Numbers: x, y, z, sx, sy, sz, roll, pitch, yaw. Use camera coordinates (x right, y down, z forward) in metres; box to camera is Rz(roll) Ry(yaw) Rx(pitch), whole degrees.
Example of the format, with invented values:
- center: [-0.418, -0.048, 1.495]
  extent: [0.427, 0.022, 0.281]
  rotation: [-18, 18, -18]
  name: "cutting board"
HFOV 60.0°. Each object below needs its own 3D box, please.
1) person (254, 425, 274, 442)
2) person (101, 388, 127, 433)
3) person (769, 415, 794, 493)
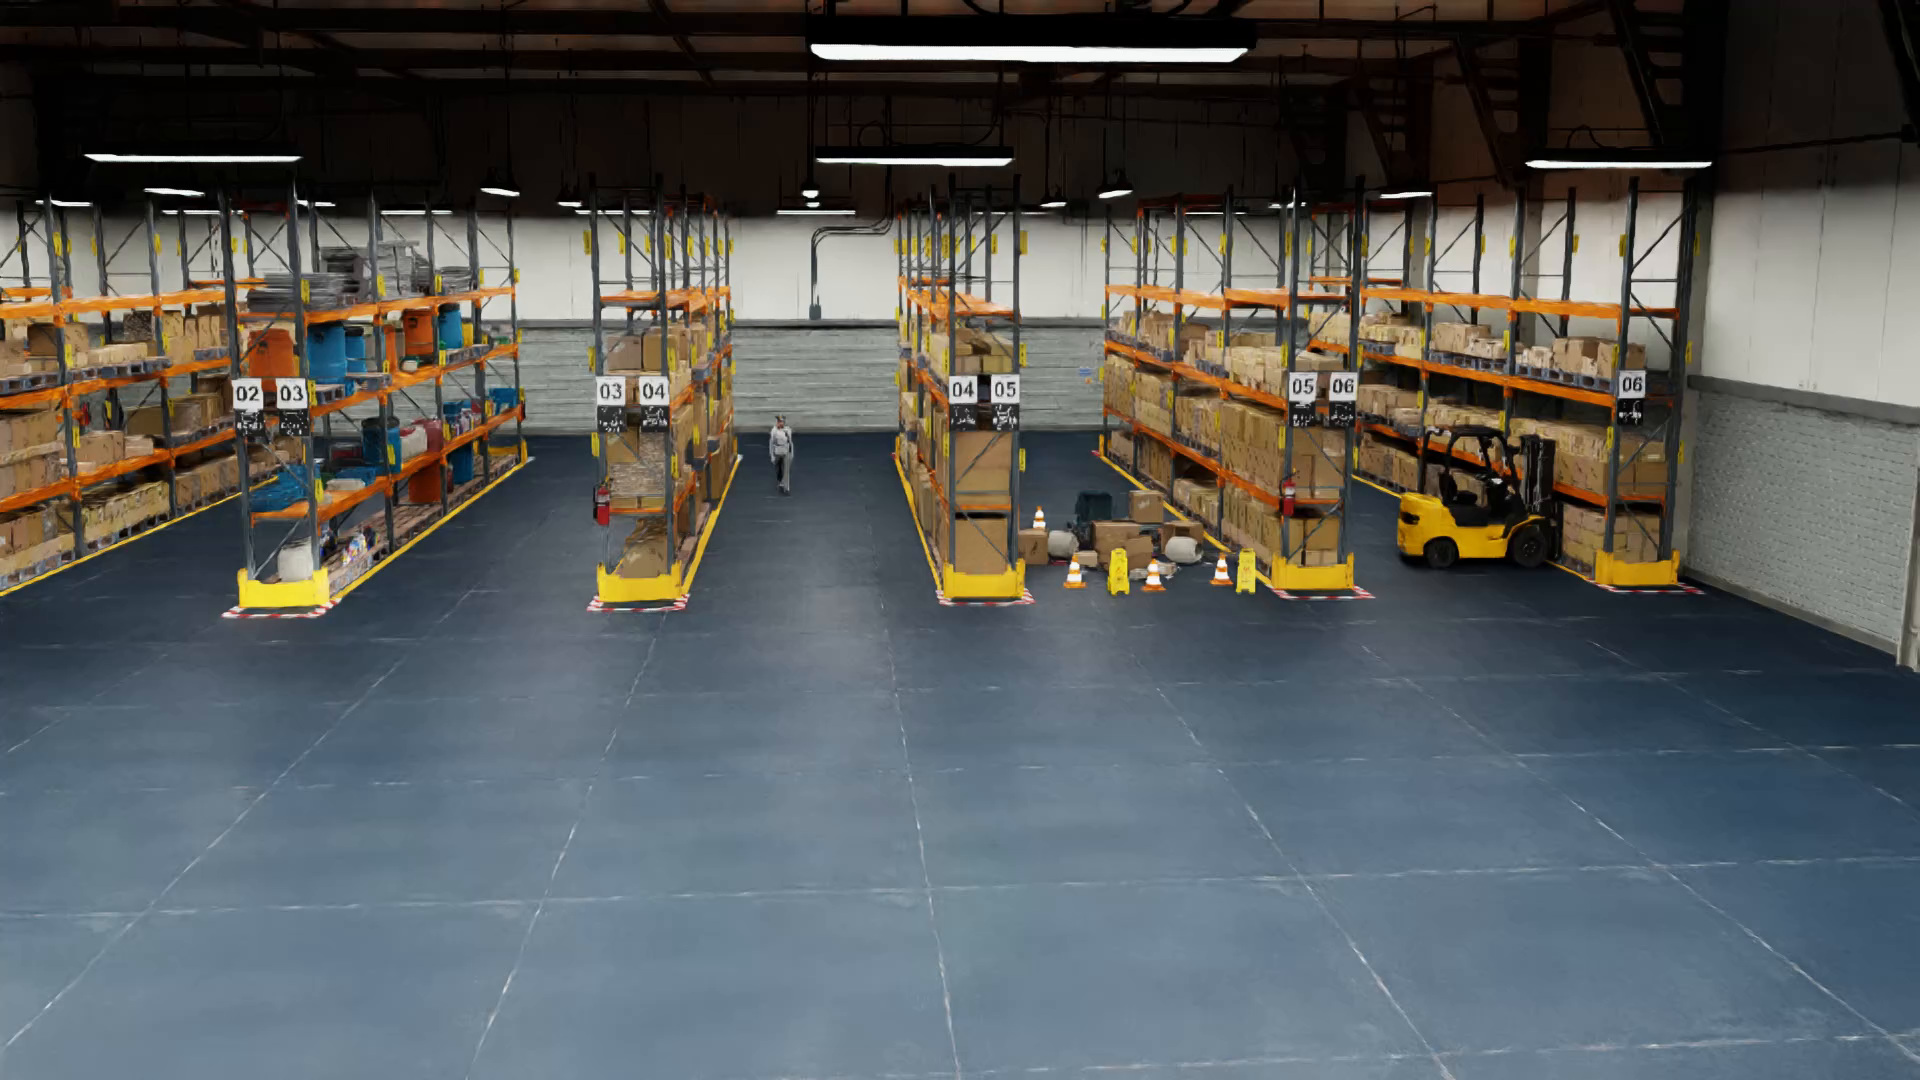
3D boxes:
- center: [-17.484, -3.161, 41.653]
  extent: [0.702, 1.735, 0.549]
  rotation: [-1, 10, -6]
  name: "person"
- center: [-20.059, -2.795, 39.526]
  extent: [0.561, 1.712, 0.736]
  rotation: [6, 12, 31]
  name: "person"
- center: [-3.681, -1.797, 34.205]
  extent: [0.495, 1.585, 1.086]
  rotation: [0, 10, -2]
  name: "person"
